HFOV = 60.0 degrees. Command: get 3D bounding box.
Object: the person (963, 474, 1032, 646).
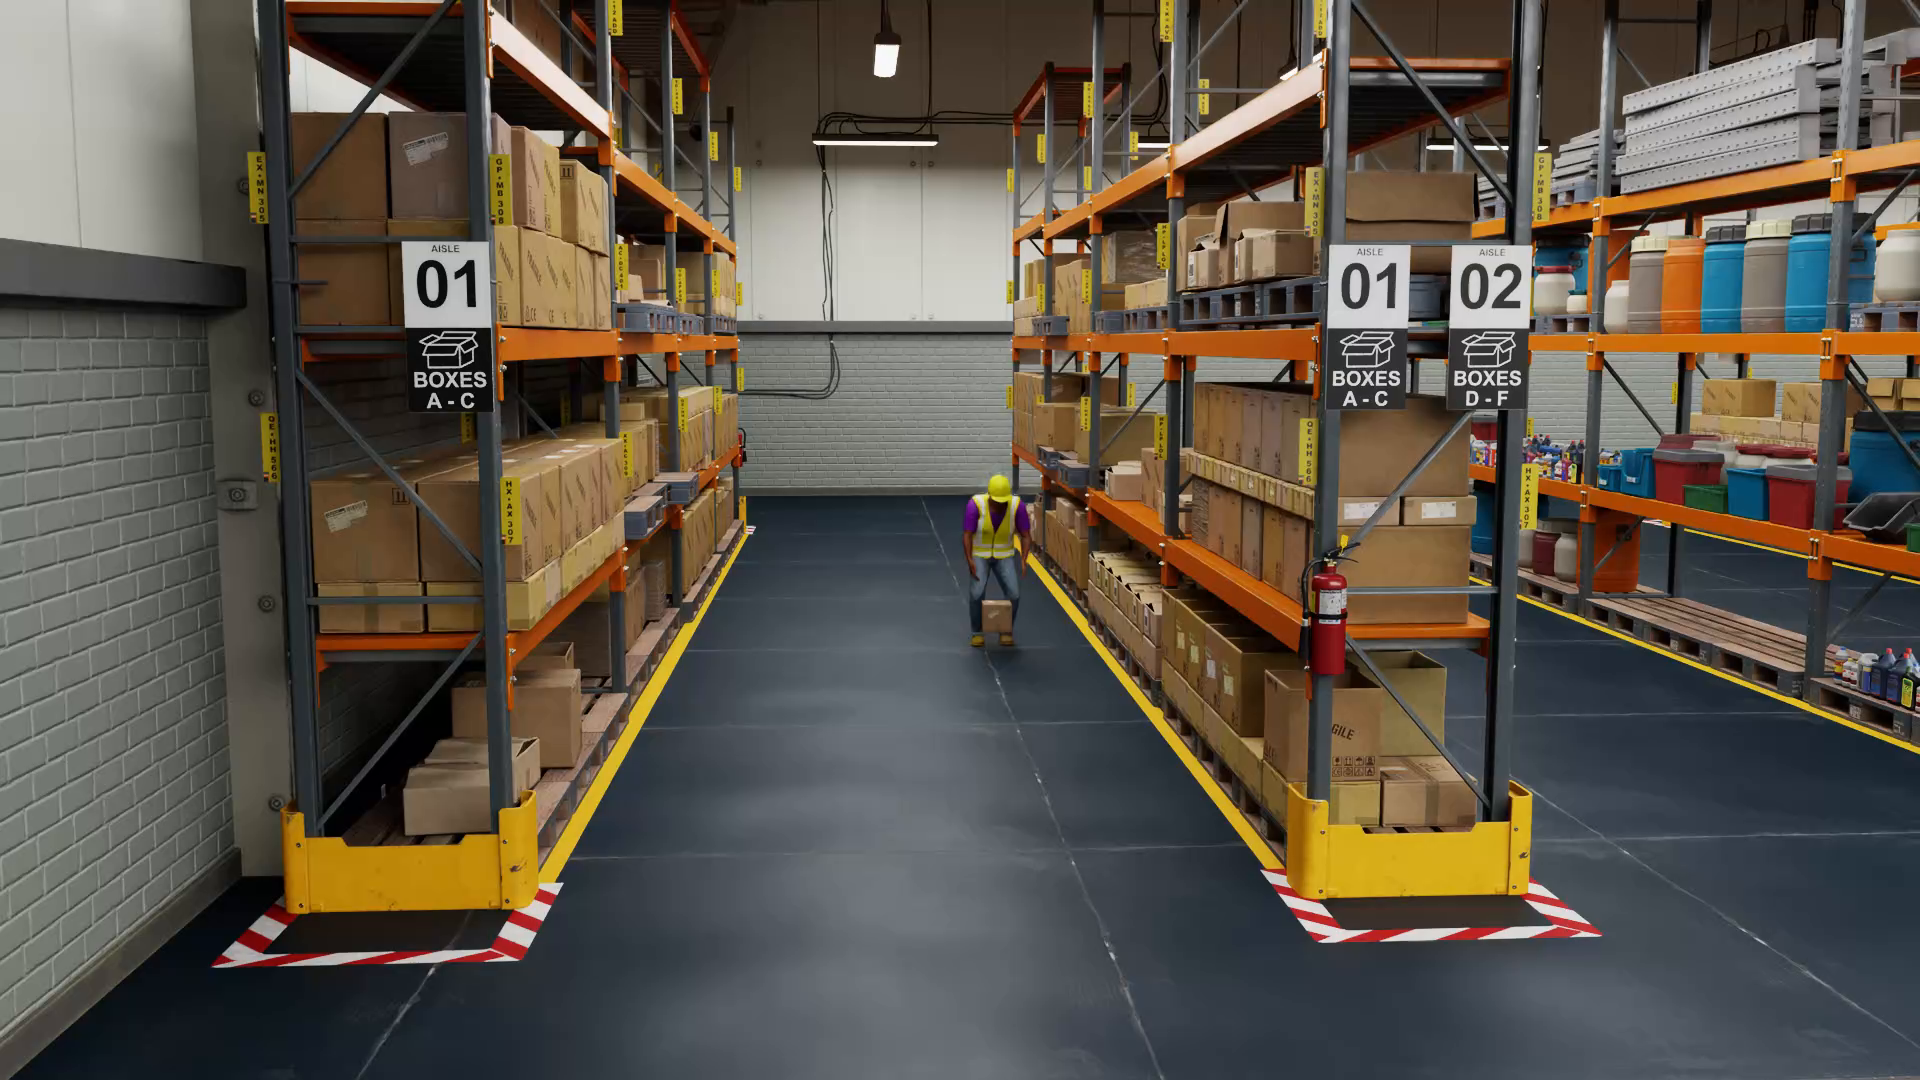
[{"bbox_3d":[0.332,0.174,15.034,0.622,1.568,0.644,0,7,-4],"label":"person"}]
